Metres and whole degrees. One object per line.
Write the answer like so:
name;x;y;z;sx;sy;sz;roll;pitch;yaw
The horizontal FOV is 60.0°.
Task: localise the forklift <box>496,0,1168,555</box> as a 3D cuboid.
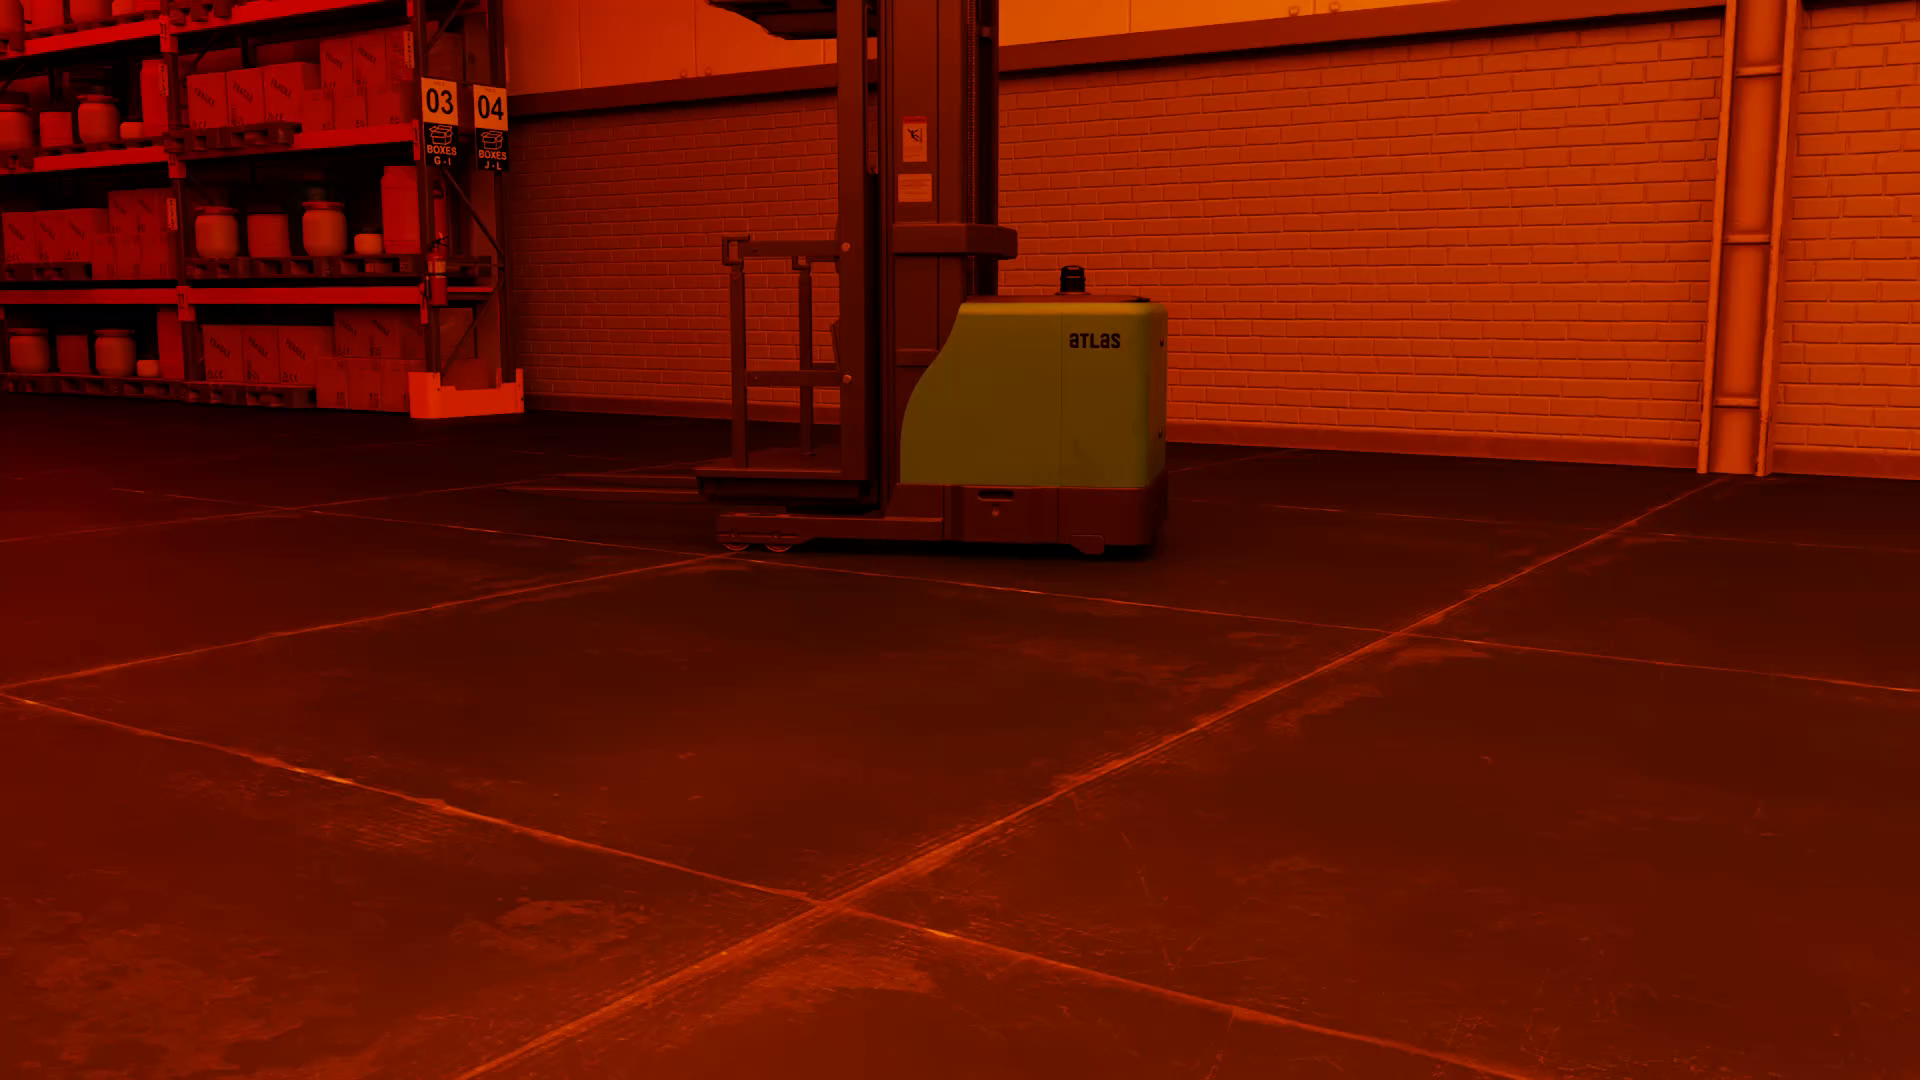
forklift;-0.596;-1.469;7.520;3.031;2.935;1.130;2;8;12
